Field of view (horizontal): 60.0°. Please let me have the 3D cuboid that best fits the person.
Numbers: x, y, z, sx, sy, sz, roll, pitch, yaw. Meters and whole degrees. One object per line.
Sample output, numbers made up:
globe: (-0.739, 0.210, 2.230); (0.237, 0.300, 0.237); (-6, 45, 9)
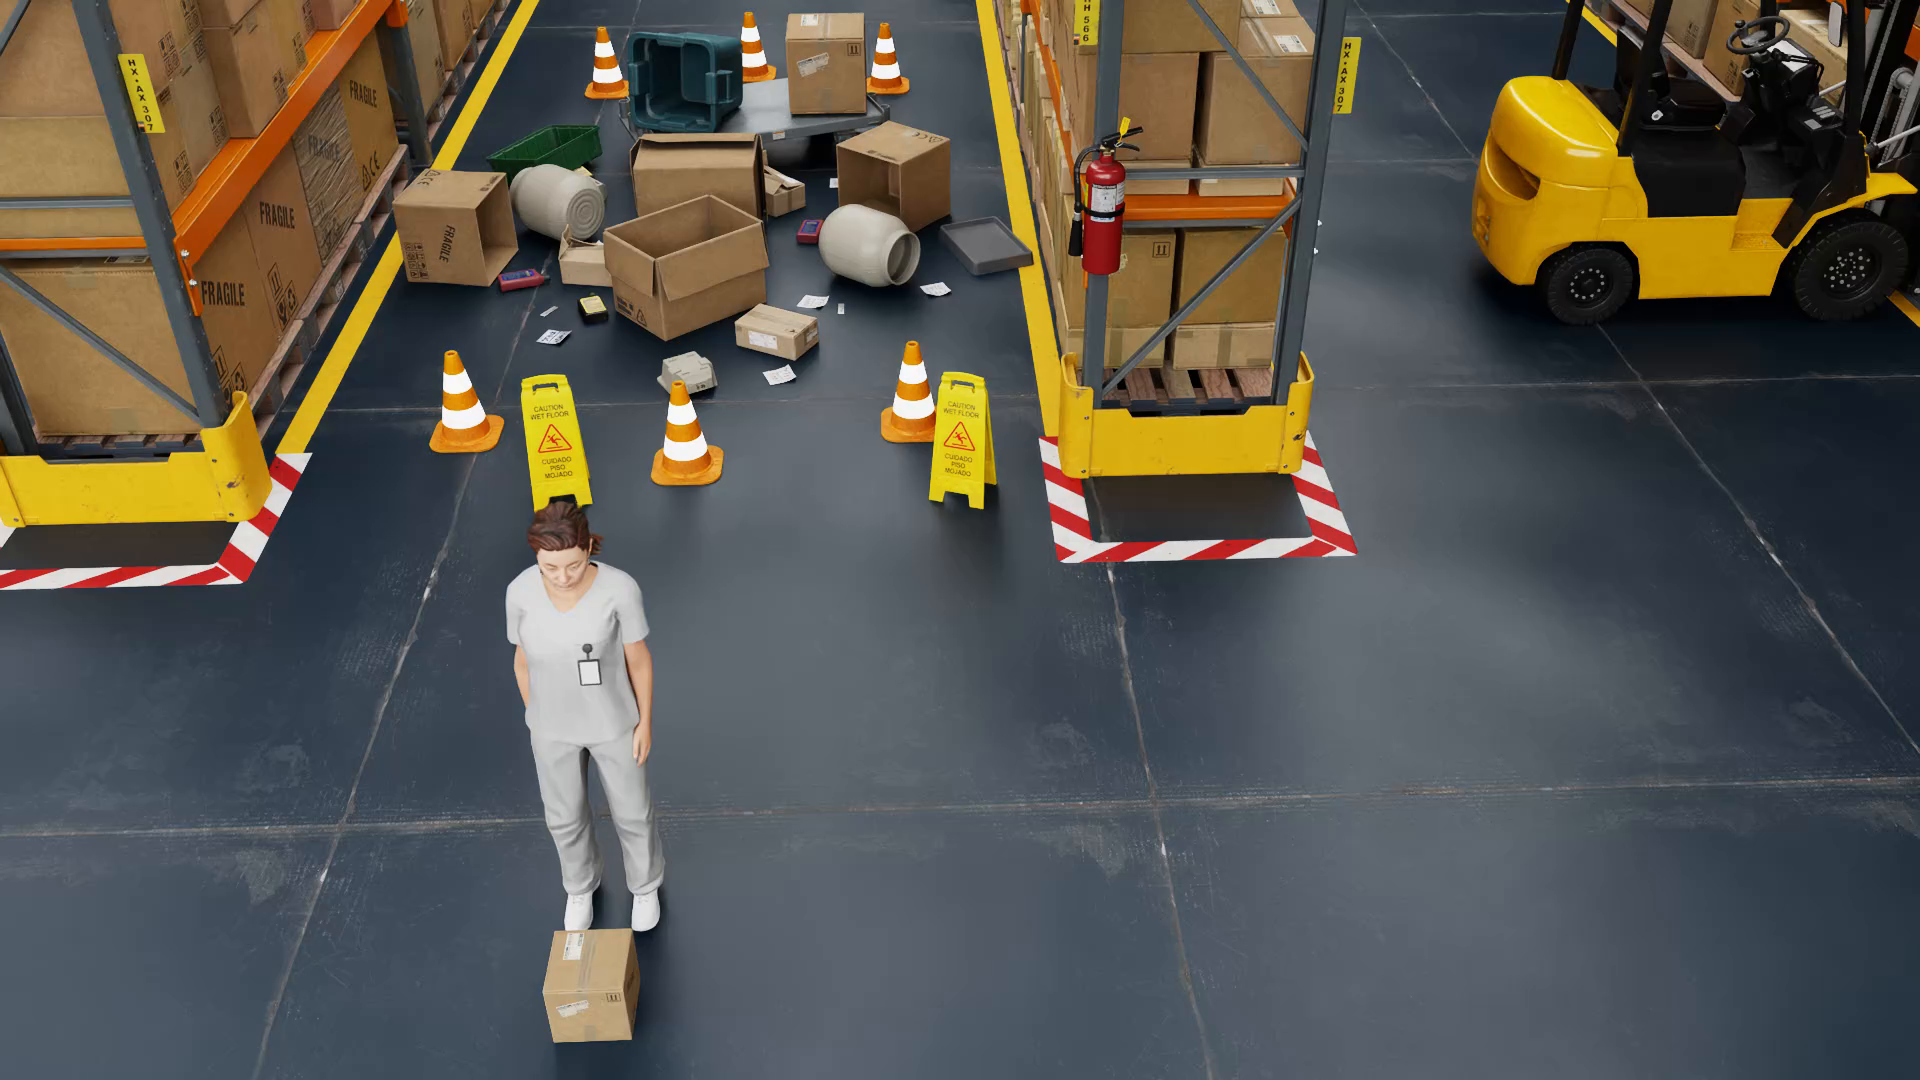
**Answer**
person: (-1.183, 0.574, 5.345); (0.441, 1.672, 0.362); (-1, 35, -1)
